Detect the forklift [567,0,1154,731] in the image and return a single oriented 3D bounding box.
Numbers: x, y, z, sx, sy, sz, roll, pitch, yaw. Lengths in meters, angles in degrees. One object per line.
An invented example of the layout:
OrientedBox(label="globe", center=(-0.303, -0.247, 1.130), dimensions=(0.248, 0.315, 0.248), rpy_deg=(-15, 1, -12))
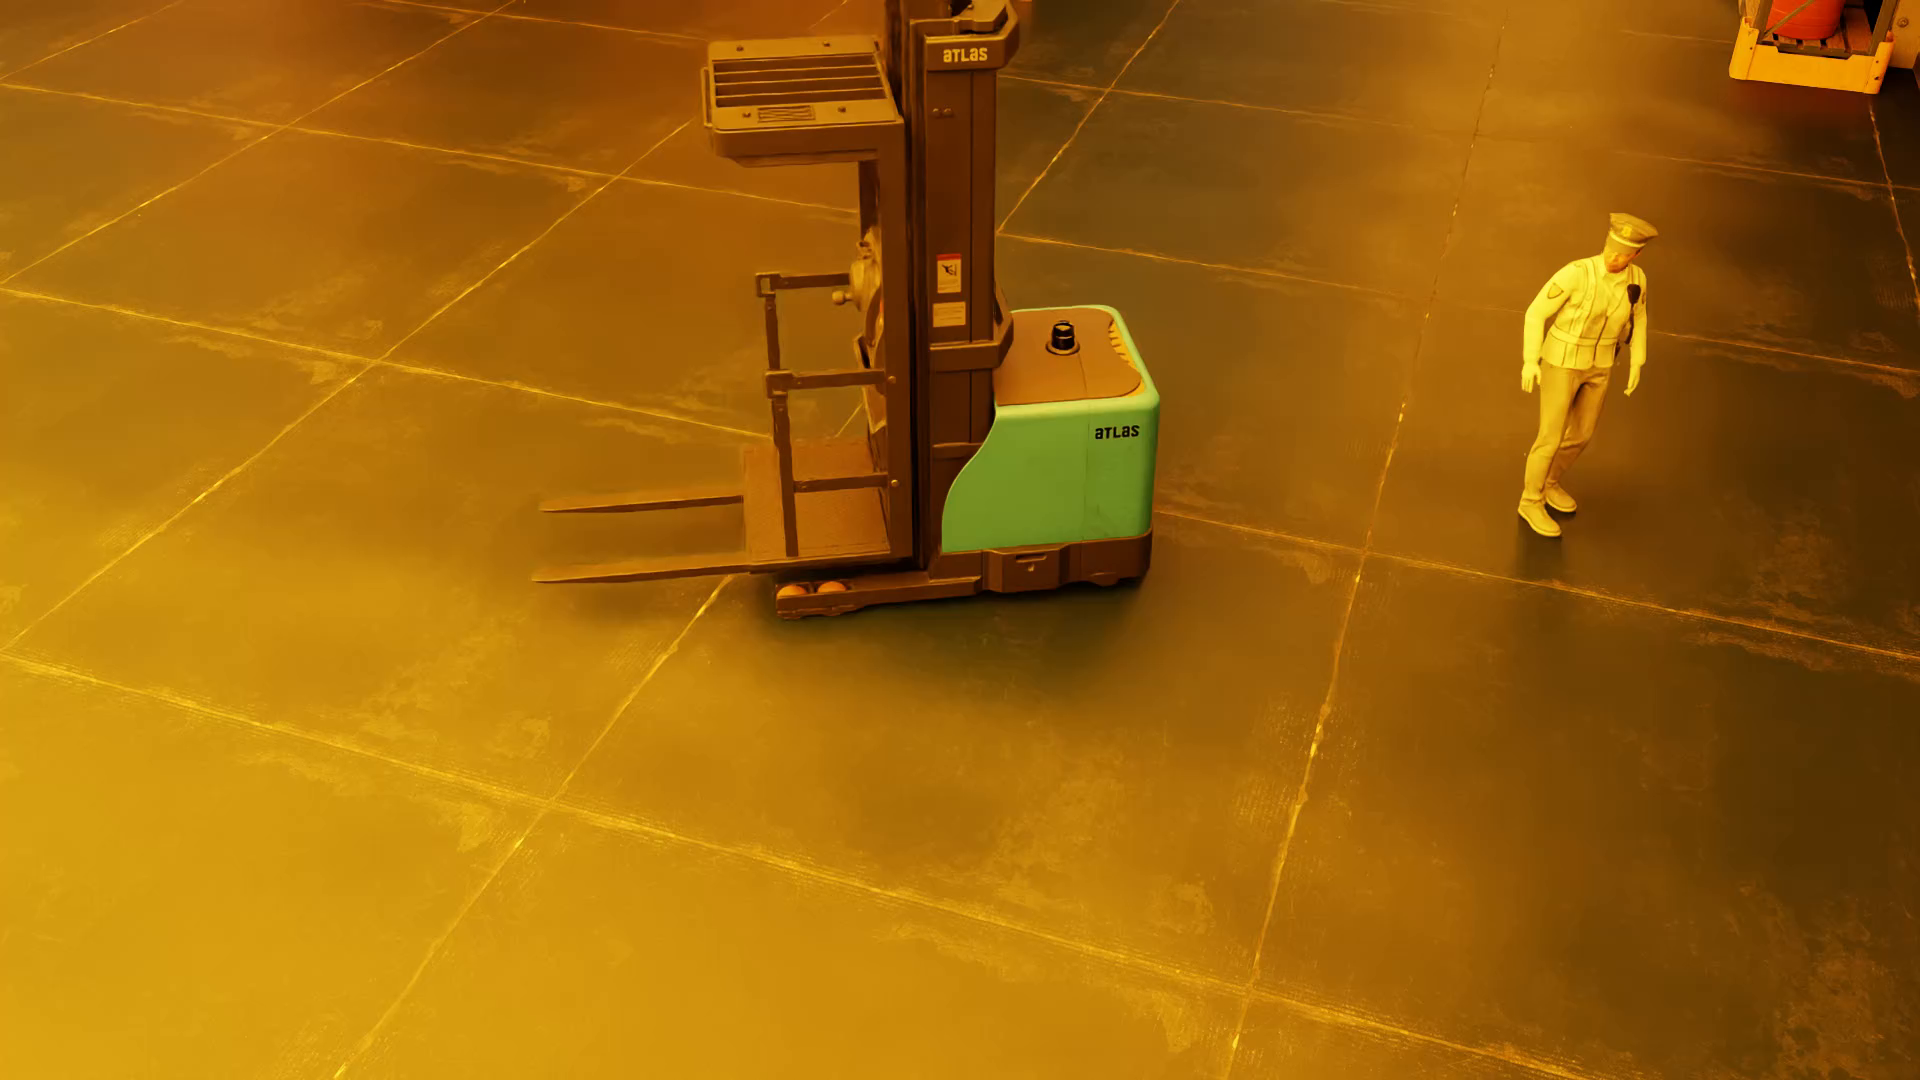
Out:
OrientedBox(label="forklift", center=(-0.444, -0.938, 7.434), dimensions=(3.031, 2.935, 1.130), rpy_deg=(-29, 44, -34))

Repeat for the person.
OrientedBox(label="person", center=(3.153, -0.852, 8.373), dimensions=(0.587, 1.697, 0.527), rpy_deg=(-9, 36, -13))
